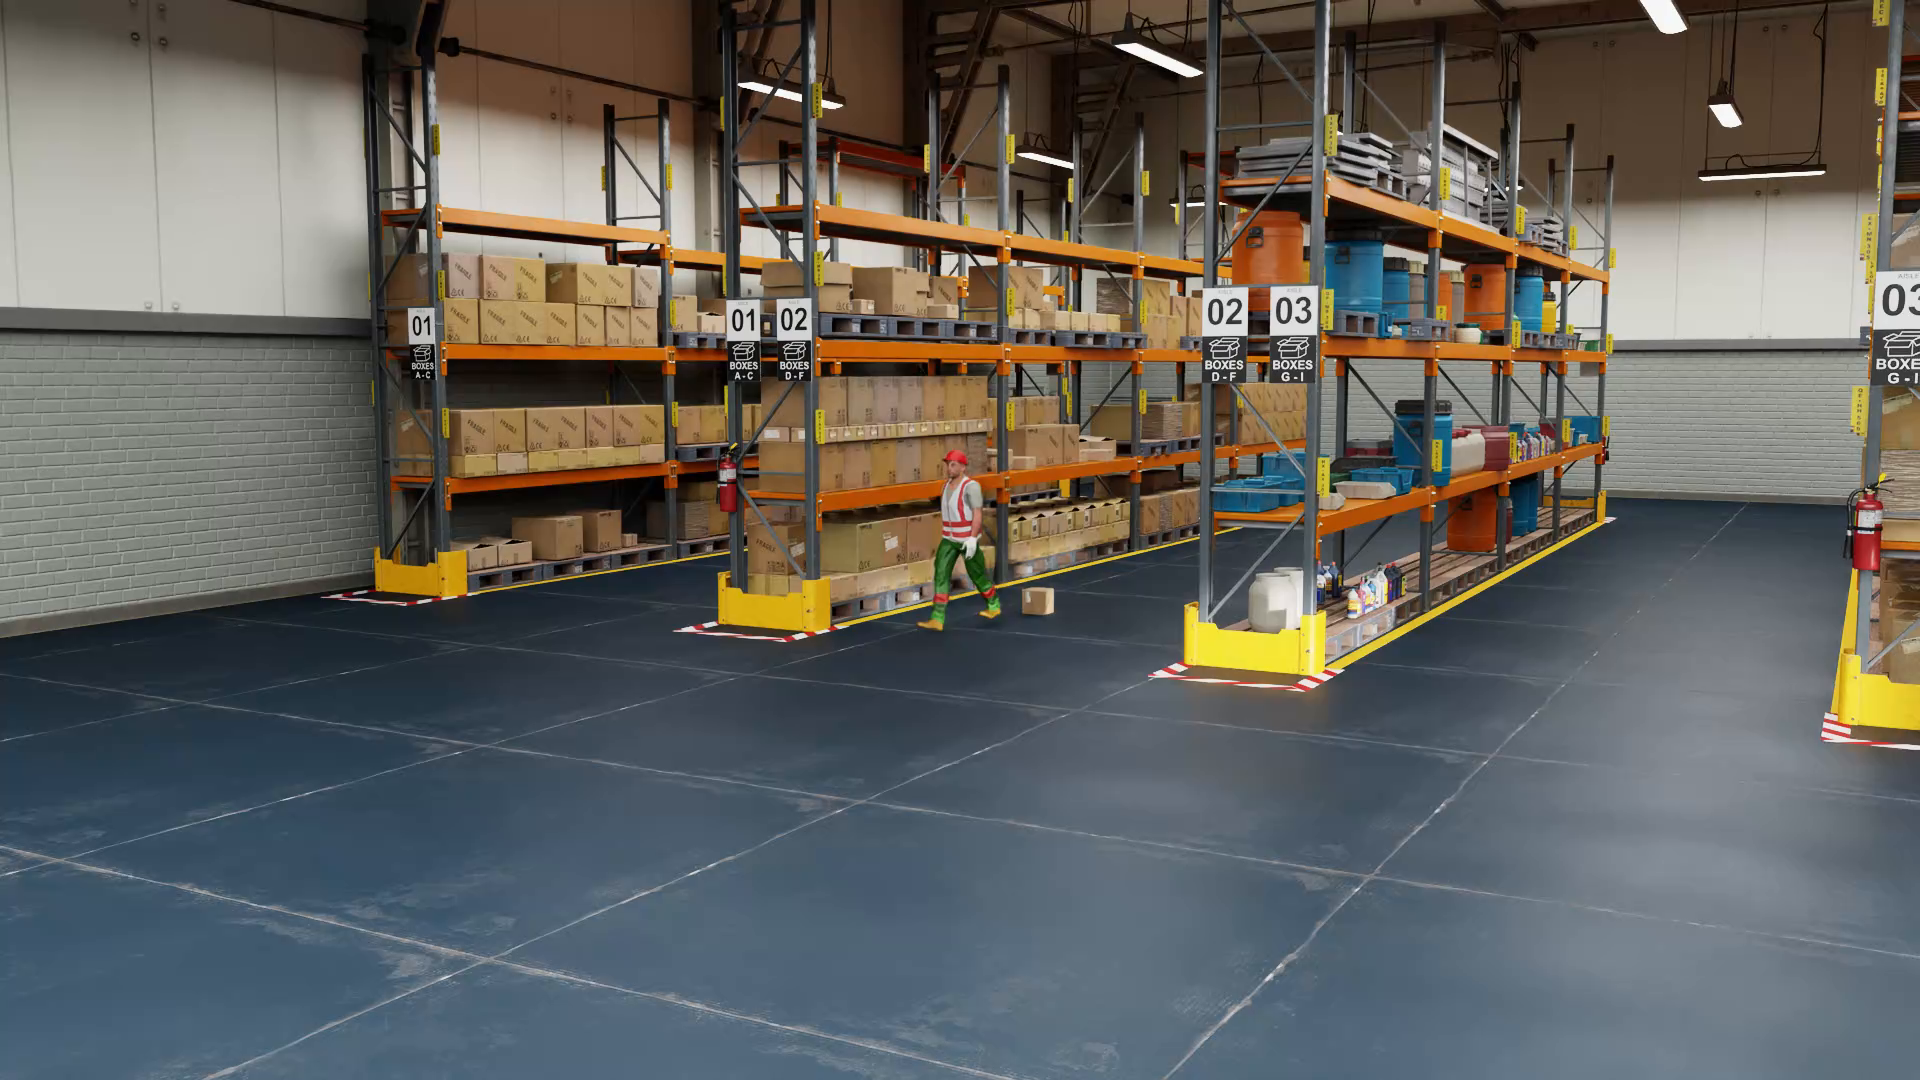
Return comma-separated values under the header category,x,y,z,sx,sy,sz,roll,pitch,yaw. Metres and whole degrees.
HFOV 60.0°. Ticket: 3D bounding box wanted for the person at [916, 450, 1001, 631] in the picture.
category,x,y,z,sx,sy,sz,roll,pitch,yaw
person,0.017,-0.006,16.131,0.575,1.742,1.082,5,8,40
